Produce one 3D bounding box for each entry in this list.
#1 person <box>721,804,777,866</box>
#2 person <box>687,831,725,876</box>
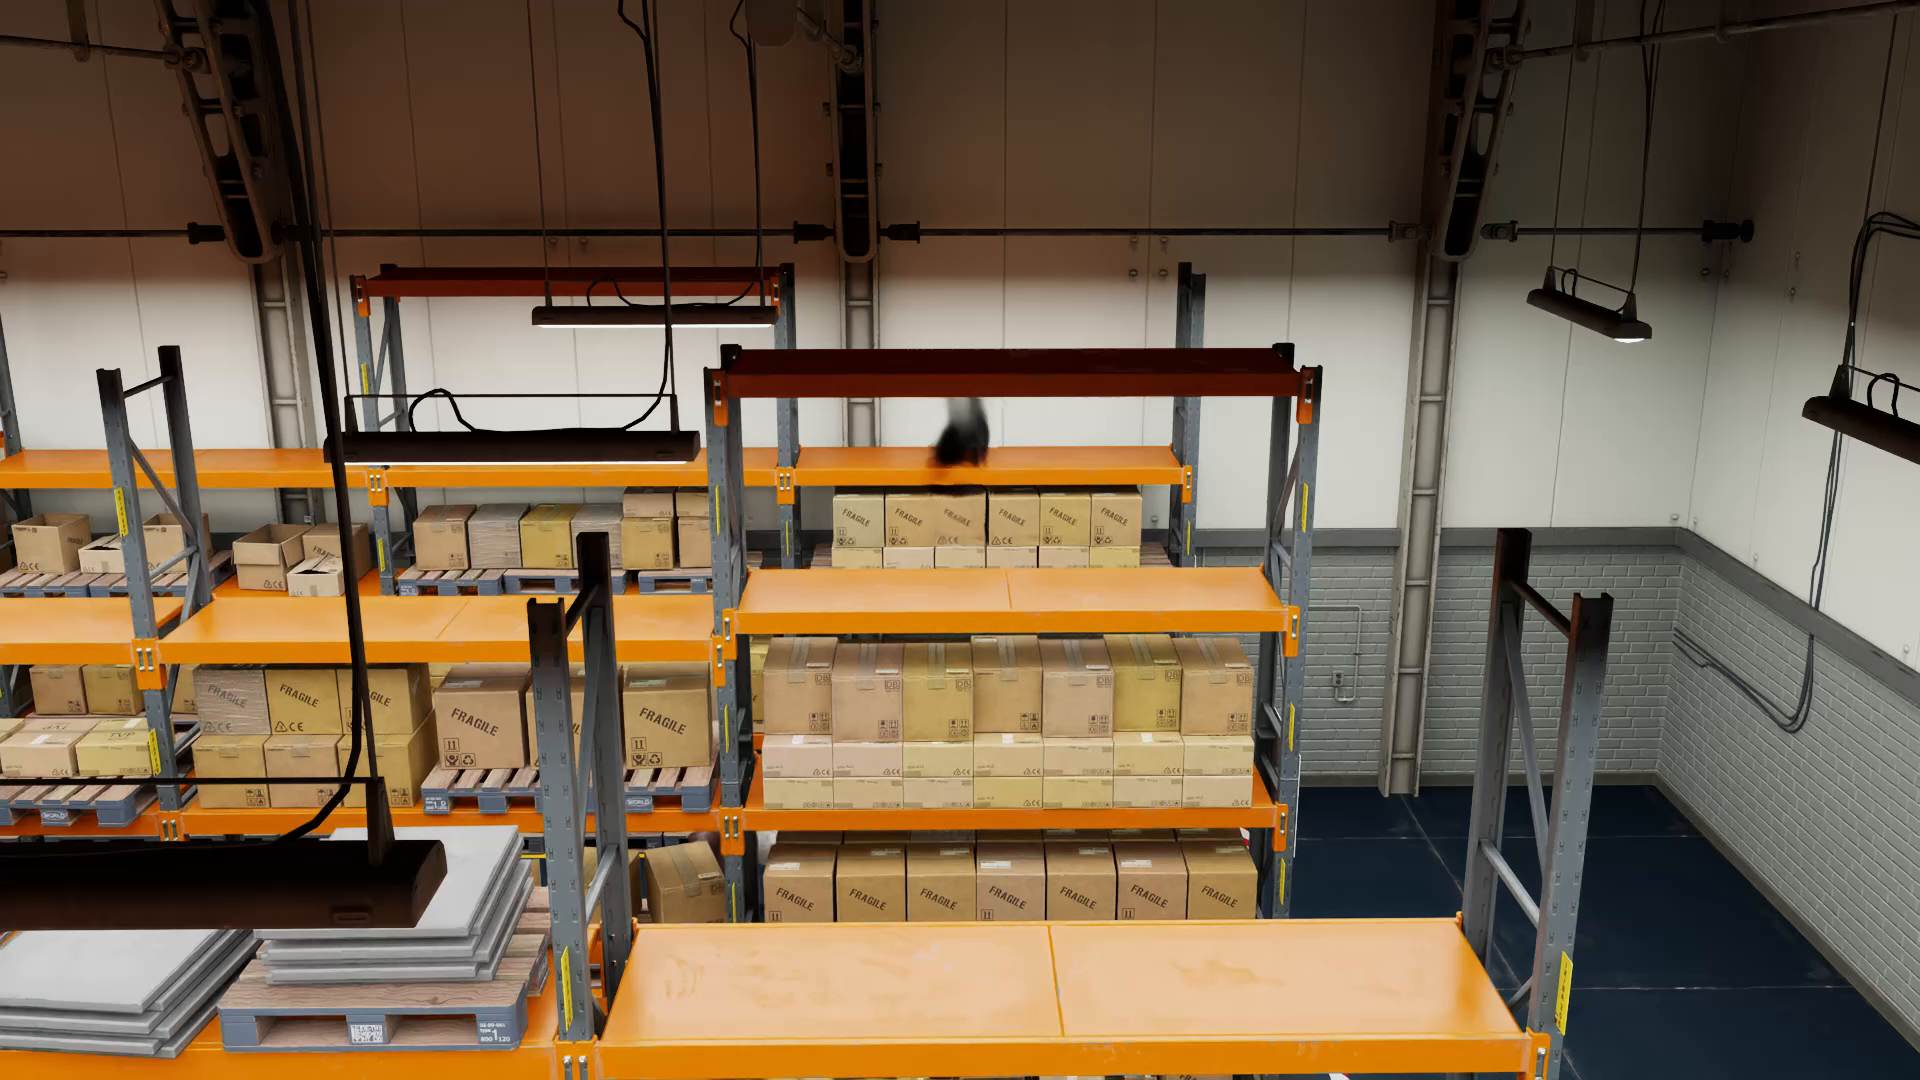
[{"bbox_3d":[-1.919,2.825,15.920,1.116,1.616,0.725,2,16,5],"label":"person"},{"bbox_3d":[-2.152,3.082,14.885,0.606,1.760,0.822,6,17,21],"label":"person"}]
